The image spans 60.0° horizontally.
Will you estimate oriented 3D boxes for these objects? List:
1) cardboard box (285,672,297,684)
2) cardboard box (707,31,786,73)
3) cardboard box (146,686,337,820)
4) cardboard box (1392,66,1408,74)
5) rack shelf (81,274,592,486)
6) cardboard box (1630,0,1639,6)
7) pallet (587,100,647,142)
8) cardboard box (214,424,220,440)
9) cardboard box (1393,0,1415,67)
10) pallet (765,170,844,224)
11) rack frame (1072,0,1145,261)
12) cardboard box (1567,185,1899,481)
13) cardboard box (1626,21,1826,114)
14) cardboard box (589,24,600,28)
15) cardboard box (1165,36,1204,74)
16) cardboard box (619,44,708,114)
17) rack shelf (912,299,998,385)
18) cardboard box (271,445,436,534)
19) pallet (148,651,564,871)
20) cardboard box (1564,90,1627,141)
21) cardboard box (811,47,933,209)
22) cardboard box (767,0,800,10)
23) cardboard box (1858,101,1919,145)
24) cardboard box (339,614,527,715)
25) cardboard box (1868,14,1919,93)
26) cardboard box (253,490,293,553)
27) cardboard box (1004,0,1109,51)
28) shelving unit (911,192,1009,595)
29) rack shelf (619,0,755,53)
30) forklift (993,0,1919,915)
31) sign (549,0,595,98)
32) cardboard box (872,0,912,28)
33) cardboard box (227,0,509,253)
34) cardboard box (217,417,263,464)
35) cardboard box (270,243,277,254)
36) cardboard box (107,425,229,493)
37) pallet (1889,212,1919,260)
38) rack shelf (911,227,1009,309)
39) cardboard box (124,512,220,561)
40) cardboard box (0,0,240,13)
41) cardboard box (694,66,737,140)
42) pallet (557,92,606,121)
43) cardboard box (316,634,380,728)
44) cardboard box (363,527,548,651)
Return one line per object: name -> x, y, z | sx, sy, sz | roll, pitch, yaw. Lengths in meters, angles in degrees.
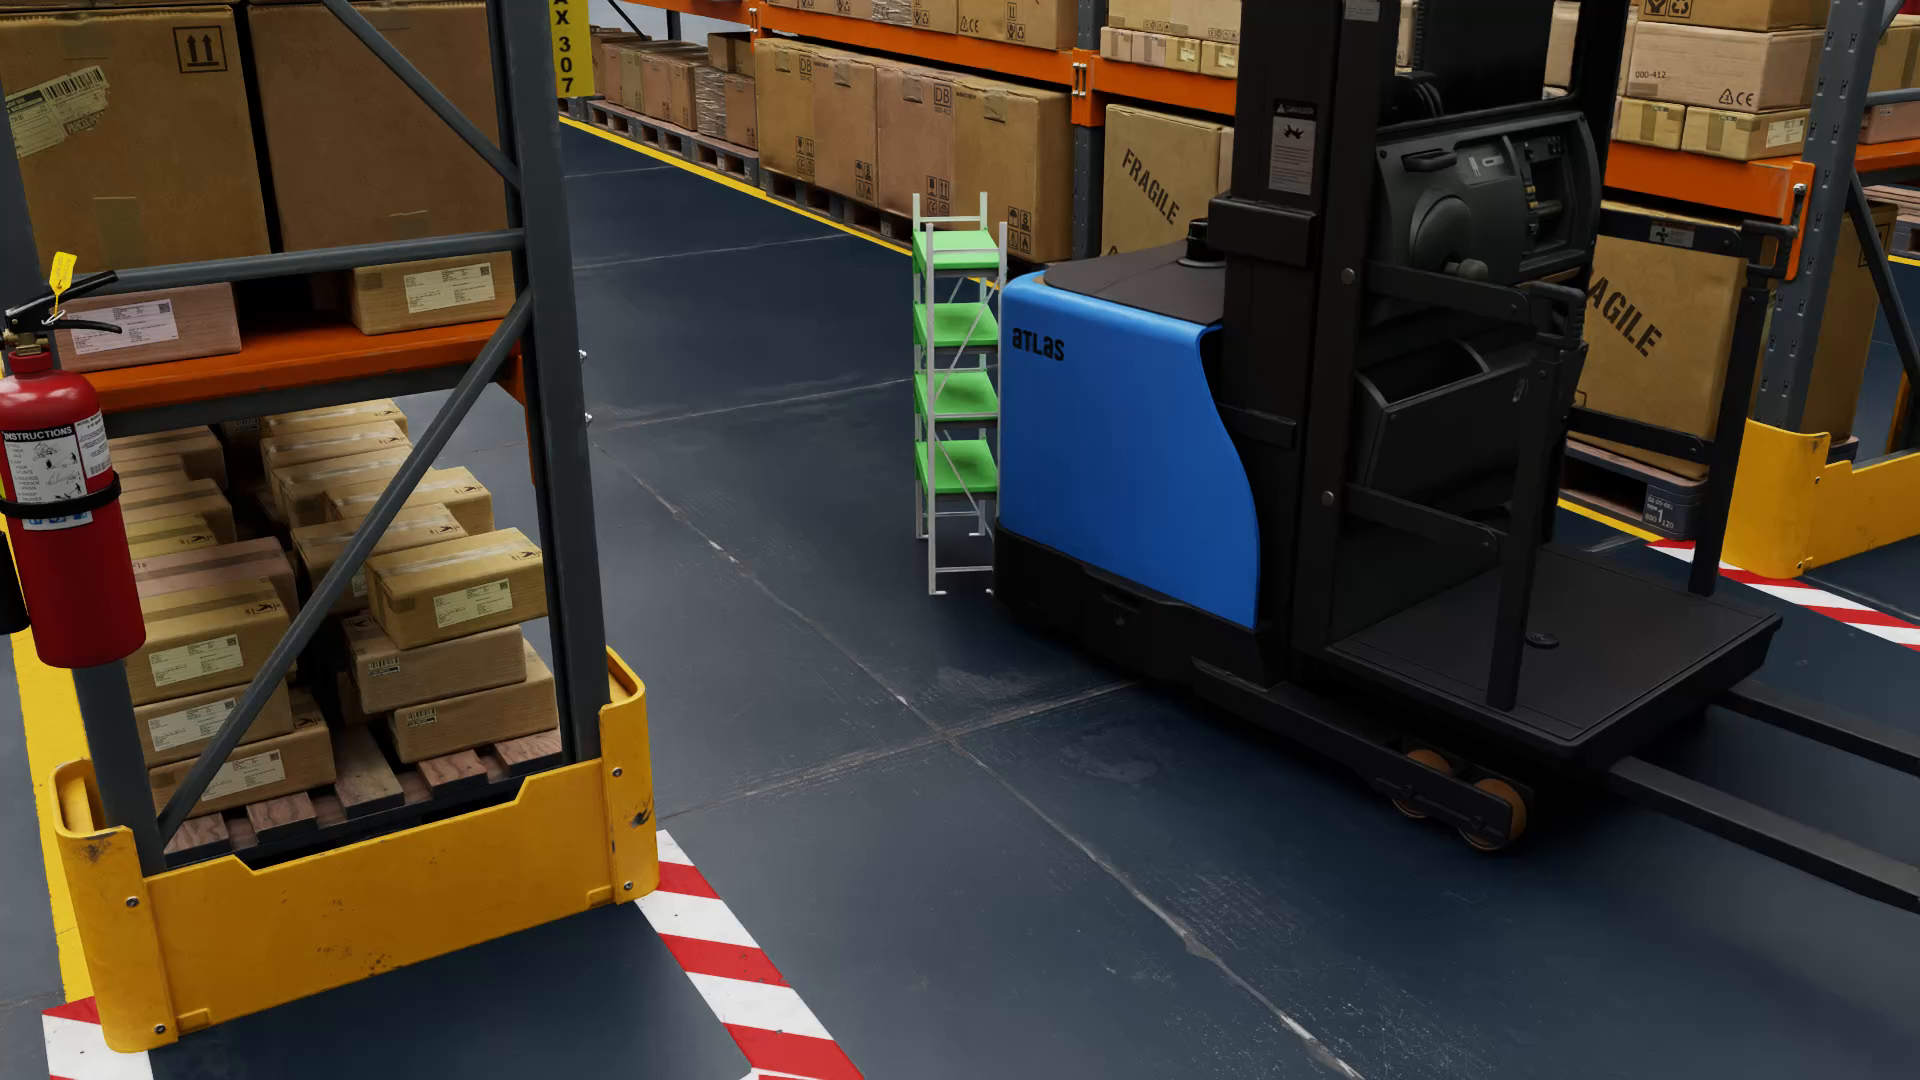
cardboard box -> -1.825, 0.274, 3.988 | 0.380, 0.149, 0.250 | -13, 26, -29
cardboard box -> -1.641, -3.789, 12.889 | 0.500, 0.250, 0.500 | -10, 24, -22
cardboard box -> -1.671, 0.492, 3.846 | 0.380, 0.149, 0.250 | -12, 25, -27
cardboard box -> 1.847, -1.856, 6.727 | 0.380, 0.149, 0.250 | -12, 25, -27
rack shelf -> -2.244, -0.818, 4.796 | 1.077, 0.370, 4.000 | -13, 25, -28
cardboard box -> 2.824, -2.210, 6.073 | 0.500, 0.500, 0.500 | -13, 26, -30
pallet -> -2.638, -3.766, 14.797 | 1.003, 0.211, 1.213 | -13, 25, -28
cardboard box -> -2.221, -0.332, 5.477 | 0.380, 0.149, 0.250 | -14, 26, -31
cardboard box -> 1.829, -2.096, 6.789 | 0.500, 0.250, 0.500 | -13, 25, -28
pallet -> -0.656, -2.453, 11.567 | 1.003, 0.211, 1.213 | -13, 25, -28
rack frame -> 1.050, -2.720, 8.520 | 1.000, 3.000, 0.127 | -13, 25, -28
cardboard box -> 2.697, -0.827, 6.127 | 0.875, 0.875, 0.875 | -13, 25, -28
cardboard box -> 2.617, -1.599, 5.567 | 0.500, 0.250, 0.500 | -13, 26, -29
cardboard box -> -3.891, -4.853, 16.530 | 0.500, 0.500, 0.500 | -15, 27, -33
cardboard box -> 1.184, -2.274, 7.755 | 0.380, 0.149, 0.250 | -12, 25, -27
cardboard box -> -2.514, -3.995, 14.391 | 0.700, 0.500, 0.500 | -13, 25, -29
rack shelf -> -0.007, -0.639, 5.323 | 0.258, 0.148, 0.480 | -2, 22, -6
cardboard box -> -1.659, -0.125, 4.574 | 0.380, 0.149, 0.250 | -14, 26, -31
pallet -> -1.646, 0.494, 4.317 | 1.003, 0.211, 1.213 | -13, 25, -28
cardboard box -> 2.366, -1.526, 5.917 | 0.380, 0.149, 0.250 | -13, 25, -28
cardboard box -> -0.210, -2.708, 10.754 | 1.225, 0.875, 0.875 | -13, 25, -28
cardboard box -> -0.979, -3.852, 11.171 | 0.500, 0.500, 0.500 | -12, 25, -27
cardboard box -> 3.195, -1.487, 5.820 | 0.380, 0.149, 0.250 | -12, 25, -28
cardboard box -> -1.270, 0.265, 4.008 | 0.380, 0.149, 0.250 | -11, 25, -26
cardboard box -> 3.080, -1.701, 5.816 | 0.500, 0.250, 0.500 | -13, 26, -30
cardboard box -> -1.817, -0.068, 4.828 | 0.380, 0.149, 0.250 | -14, 26, -31
cardboard box -> 0.576, -2.865, 8.744 | 0.500, 0.500, 0.500 | -13, 25, -28
shelving unit -> -0.007, -0.476, 5.390 | 0.258, 1.200, 0.503 | -2, 22, -6
rack shelf -> -2.015, -4.329, 13.434 | 1.077, 0.370, 4.000 | -13, 25, -28
forklift -> 1.458, -0.831, 3.964 | 1.130, 2.935, 3.031 | -18, 29, -38
sign -> -0.756, -1.009, 3.161 | 0.100, 0.325, 0.005 | -13, 25, -28
cardboard box -> -0.195, -3.358, 9.956 | 0.500, 0.500, 0.500 | -13, 25, -28
cardboard box -> -1.215, -0.886, 3.481 | 0.500, 0.500, 0.500 | -11, 25, -26
cardboard box -> -2.098, -0.373, 5.185 | 0.380, 0.149, 0.250 | -13, 25, -28
cardboard box -> -1.614, -0.785, 4.092 | 0.380, 0.149, 0.250 | -11, 25, -26
cardboard box -> -2.334, -0.207, 4.775 | 0.380, 0.149, 0.250 | -14, 26, -30
pallet -> 6.344, -1.755, 9.849 | 1.003, 0.211, 1.213 | -13, 25, -28
rack shelf -> -0.007, -0.862, 5.233 | 0.258, 0.148, 0.480 | -2, 22, -6
cardboard box -> -2.032, 0.072, 4.088 | 0.380, 0.149, 0.250 | -13, 26, -29
cardboard box -> -1.670, -1.251, 3.051 | 0.500, 0.500, 0.500 | -13, 26, -29
cardboard box -> -1.647, -3.451, 13.053 | 0.700, 0.500, 0.500 | -15, 27, -33
pallet -> -3.410, -4.229, 15.934 | 1.003, 0.211, 1.213 | -13, 25, -28
cardboard box -> -1.419, 0.322, 4.264 | 0.380, 0.149, 0.250 | -13, 25, -28
cardboard box -> -1.198, 0.112, 3.991 | 0.380, 0.149, 0.250 | -14, 26, -31
